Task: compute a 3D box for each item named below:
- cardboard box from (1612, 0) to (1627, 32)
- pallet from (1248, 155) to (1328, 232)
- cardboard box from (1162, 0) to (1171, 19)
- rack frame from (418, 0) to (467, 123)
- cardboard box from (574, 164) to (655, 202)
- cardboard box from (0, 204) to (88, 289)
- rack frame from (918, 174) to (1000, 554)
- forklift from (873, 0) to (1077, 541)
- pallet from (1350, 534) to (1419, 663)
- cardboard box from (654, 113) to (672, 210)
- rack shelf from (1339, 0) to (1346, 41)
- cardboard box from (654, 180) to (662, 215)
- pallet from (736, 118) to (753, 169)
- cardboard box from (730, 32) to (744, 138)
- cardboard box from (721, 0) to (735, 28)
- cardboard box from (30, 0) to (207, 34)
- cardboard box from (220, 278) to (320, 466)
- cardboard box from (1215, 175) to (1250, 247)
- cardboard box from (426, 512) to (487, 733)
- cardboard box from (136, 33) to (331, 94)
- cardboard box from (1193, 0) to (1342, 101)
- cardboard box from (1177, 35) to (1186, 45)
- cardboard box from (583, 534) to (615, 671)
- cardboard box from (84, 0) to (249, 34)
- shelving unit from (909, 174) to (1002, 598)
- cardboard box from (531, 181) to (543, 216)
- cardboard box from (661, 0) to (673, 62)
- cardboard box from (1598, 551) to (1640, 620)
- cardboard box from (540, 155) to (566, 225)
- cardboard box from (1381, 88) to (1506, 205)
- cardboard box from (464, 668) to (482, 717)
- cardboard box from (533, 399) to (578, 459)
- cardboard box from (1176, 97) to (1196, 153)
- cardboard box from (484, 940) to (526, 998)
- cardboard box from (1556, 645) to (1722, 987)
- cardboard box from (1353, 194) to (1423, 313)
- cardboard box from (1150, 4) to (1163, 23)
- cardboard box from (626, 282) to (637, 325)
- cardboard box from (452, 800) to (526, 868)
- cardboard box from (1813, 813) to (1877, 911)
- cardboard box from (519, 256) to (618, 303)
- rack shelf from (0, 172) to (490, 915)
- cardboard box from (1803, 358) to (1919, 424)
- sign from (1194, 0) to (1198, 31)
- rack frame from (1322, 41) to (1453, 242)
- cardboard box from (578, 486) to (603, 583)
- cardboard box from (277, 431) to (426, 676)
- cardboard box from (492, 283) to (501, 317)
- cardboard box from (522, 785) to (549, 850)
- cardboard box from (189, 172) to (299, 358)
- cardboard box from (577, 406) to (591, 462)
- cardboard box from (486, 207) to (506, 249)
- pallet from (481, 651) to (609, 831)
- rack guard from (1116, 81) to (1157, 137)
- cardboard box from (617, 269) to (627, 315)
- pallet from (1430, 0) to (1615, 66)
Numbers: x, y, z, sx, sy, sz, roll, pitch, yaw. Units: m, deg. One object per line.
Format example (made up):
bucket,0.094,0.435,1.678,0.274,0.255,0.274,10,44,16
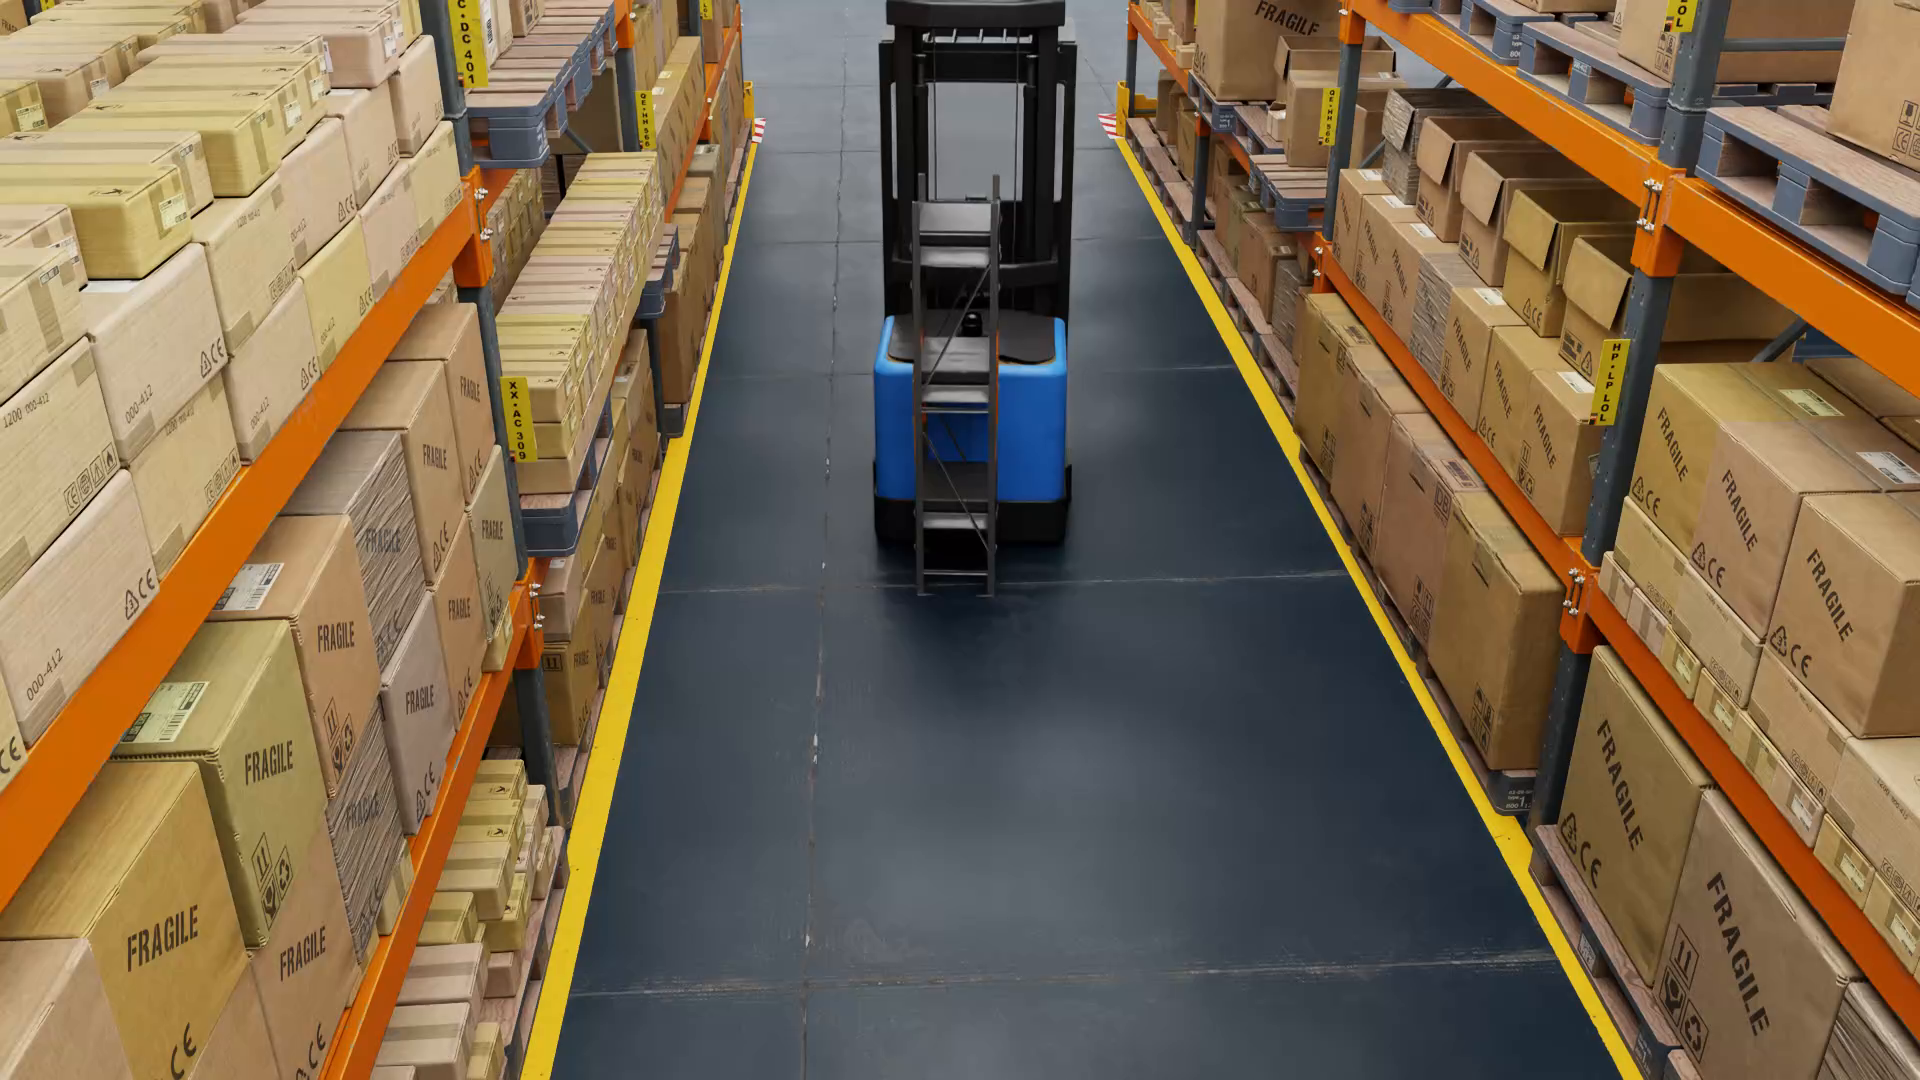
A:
cardboard box,2.884,-2.083,6.399,0.500,0.311,0.500,-2,28,-4
pallet,2.499,-2.186,10.406,1.213,0.211,1.003,-1,28,-3
cardboard box,2.355,-5.101,15.357,0.875,0.500,0.500,-1,28,-3
rack frame,-2.107,-2.684,4.666,1.000,3.000,0.127,-1,28,-3
cardboard box,-1.821,-1.879,8.783,0.380,0.149,0.250,-2,28,-3
cardboard box,-1.755,-0.468,2.851,0.380,0.149,0.250,-1,28,-1
rack frame,-0.005,-0.860,8.627,0.400,2.100,0.015,1,28,2
forklift,0.107,-1.934,9.789,1.130,2.935,3.031,1,28,2
pallet,2.670,0.220,8.601,1.003,0.211,1.213,-1,28,-3
cardboard box,-2.099,-2.365,10.432,0.500,0.500,0.500,-2,28,-3
rack shelf,2.539,-3.879,10.979,1.077,0.370,4.000,-1,28,-3
cardboard box,-1.835,-1.861,9.071,0.380,0.149,0.250,-1,28,-2
pallet,-2.613,-3.962,16.619,1.003,0.211,1.213,-1,28,-3
cardboard box,-2.632,-4.499,16.475,0.875,0.875,0.875,-1,28,-2
cardboard box,-2.618,-5.209,15.831,0.875,0.550,0.550,-1,28,-3
cardboard box,-2.352,-1.420,4.675,0.380,0.149,0.250,-3,28,-5
cardboard box,-1.745,-0.374,3.641,0.500,0.250,0.500,-2,28,-3
cardboard box,2.445,-2.595,13.209,0.700,0.500,0.500,-3,28,-7
cardboard box,-1.773,0.256,5.086,0.500,0.500,0.500,-2,28,-4
cardboard box,-1.843,-1.191,4.236,0.380,0.149,0.250,0,28,-1
cardboard box,2.336,-3.874,12.331,1.000,1.000,1.000,-1,28,-2
cardboard box,2.114,-4.351,14.621,0.380,0.149,0.250,-1,28,-3
cardboard box,-1.910,0.306,7.669,0.500,0.500,0.500,0,28,0
cardboard box,-2.333,-1.546,4.918,0.380,0.149,0.250,-2,28,-4
shelving unit,-0.014,-0.747,8.411,0.431,2.100,0.503,1,28,2
cardboard box,-2.491,-1.850,9.050,0.380,0.149,0.250,0,28,0
cardboard box,-2.464,-3.740,11.988,0.700,0.500,0.500,-2,28,-3
cardboard box,2.535,0.158,5.974,0.380,0.149,0.250,-1,28,-3
cardboard box,-2.607,-2.118,9.958,0.500,0.500,0.500,-1,28,-3
cardboard box,2.665,-2.096,8.832,0.797,0.503,0.637,0,28,-1
cardboard box,-1.781,0.454,5.407,0.380,0.149,0.250,0,28,-1
cardboard box,-1.668,-0.424,6.316,0.380,0.149,0.250,-1,28,-2
cardboard box,2.320,-3.864,15.663,0.500,0.500,0.500,1,28,2
cardboard box,-1.738,1.469,5.819,0.380,0.149,0.250,-2,28,-4
cardboard box,2.806,0.965,6.000,0.875,0.875,0.875,-1,28,-3
cardboard box,2.426,-1.520,8.813,0.500,0.500,0.500,-2,28,-4
cardboard box,2.028,-5.044,15.949,0.380,0.149,0.250,-1,28,-3
cardboard box,-1.769,-1.137,8.005,0.380,0.149,0.250,-1,28,-1
cardboard box,-1.775,1.065,5.950,0.380,0.149,0.250,-1,28,-2
cardboard box,2.618,0.878,4.594,0.380,0.149,0.250,-2,28,-4
cardboard box,-1.736,-1.153,7.392,0.380,0.149,0.250,0,28,-1
rack shelf,-2.002,-0.112,3.755,1.077,0.370,4.000,-1,28,-3
cardboard box,3.143,-0.290,5.591,0.500,0.500,0.500,-1,28,-1
sign,1.893,-4.159,13.045,0.100,0.325,0.005,-1,28,-3
rack frame,2.643,-1.945,9.735,1.000,3.000,0.127,-1,28,-3
cardboard box,-1.912,-0.028,7.499,0.500,0.250,0.500,-1,28,-1
cardboard box,-1.767,0.042,4.415,0.500,0.500,0.500,-1,28,-1
cardboard box,-2.423,-1.123,7.977,0.380,0.149,0.250,-1,28,-2
cardboard box,-1.773,1.059,6.282,0.380,0.149,0.250,-1,28,-2
cardboard box,-1.732,-0.580,3.496,0.500,0.250,0.500,-2,28,-5
cardboard box,-1.688,-0.420,6.630,0.380,0.149,0.250,-1,28,-2
cardboard box,-2.431,-1.508,8.071,0.380,0.149,0.250,0,28,0
pallet,-2.149,0.852,7.387,1.003,0.211,1.213,-1,28,-3
rack guard,2.229,-4.496,17.329,1.175,0.500,0.348,-1,28,-3
cardboard box,-1.752,-1.146,7.700,0.380,0.149,0.250,-2,28,-4
pallet,2.791,-2.379,7.527,1.003,0.211,1.213,0,28,0
